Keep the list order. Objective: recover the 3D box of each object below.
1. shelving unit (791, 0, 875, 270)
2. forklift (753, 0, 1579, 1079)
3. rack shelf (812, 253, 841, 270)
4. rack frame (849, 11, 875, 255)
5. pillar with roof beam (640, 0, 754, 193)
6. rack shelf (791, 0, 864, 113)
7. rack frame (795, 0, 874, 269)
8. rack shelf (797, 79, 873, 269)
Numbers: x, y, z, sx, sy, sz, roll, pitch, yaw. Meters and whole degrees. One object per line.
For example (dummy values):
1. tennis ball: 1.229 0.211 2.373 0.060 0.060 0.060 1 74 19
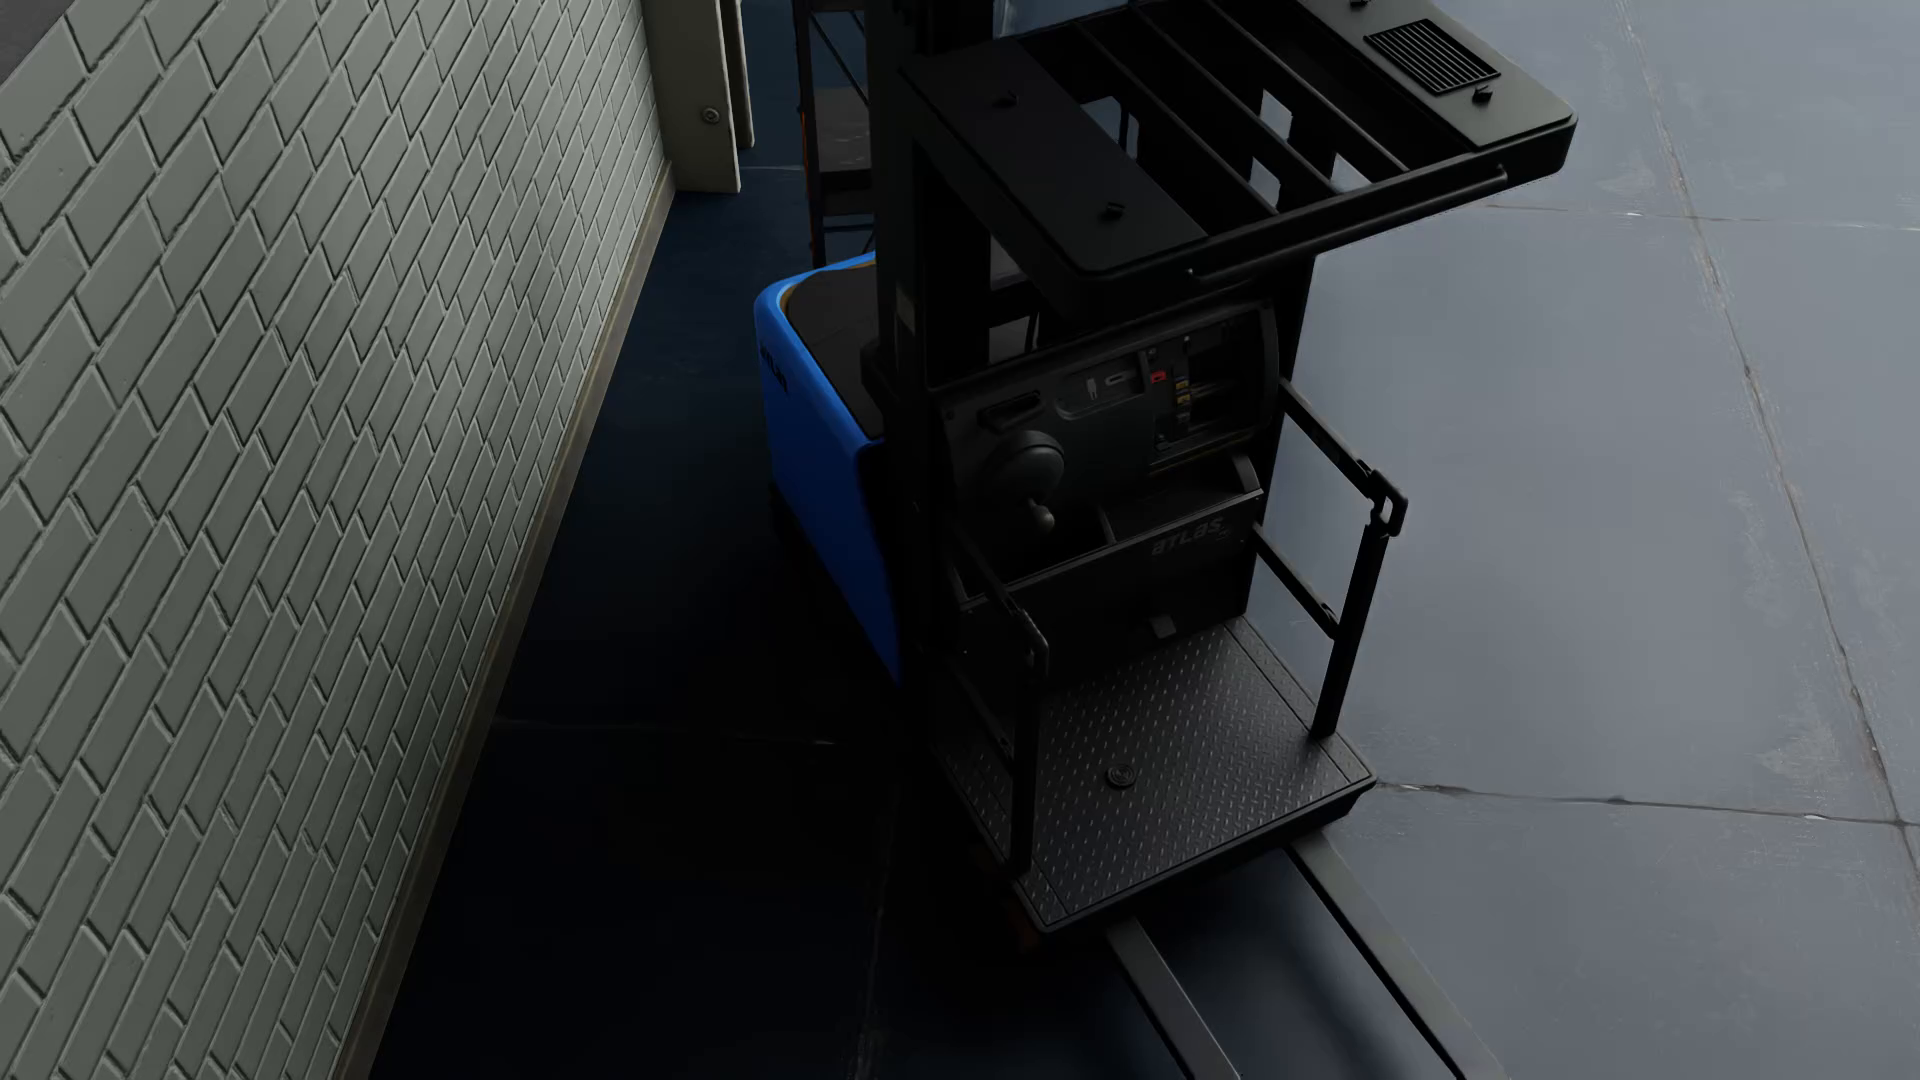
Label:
1. shelving unit: -0.290 -1.161 5.389 0.431 2.100 0.503 -5 48 -5
2. forklift: 0.481 -0.213 3.959 1.130 2.935 3.031 -21 51 -18
3. rack shelf: -0.290 -0.680 5.916 0.431 0.518 0.480 -5 48 -5
4. rack frame: -0.319 -1.340 5.553 0.400 2.100 0.015 -5 48 -5
5. pillar with roof beam: 3.205 -4.385 3.662 9.100 9.000 0.400 4 48 4
6. rack shelf: -0.290 -1.624 4.883 0.431 0.518 0.480 -5 48 -5
7. rack frame: -0.261 -0.982 5.226 0.400 2.100 0.015 -5 48 -5
8. rack shelf: -0.290 -1.152 5.399 0.431 0.518 0.480 -5 48 -5
